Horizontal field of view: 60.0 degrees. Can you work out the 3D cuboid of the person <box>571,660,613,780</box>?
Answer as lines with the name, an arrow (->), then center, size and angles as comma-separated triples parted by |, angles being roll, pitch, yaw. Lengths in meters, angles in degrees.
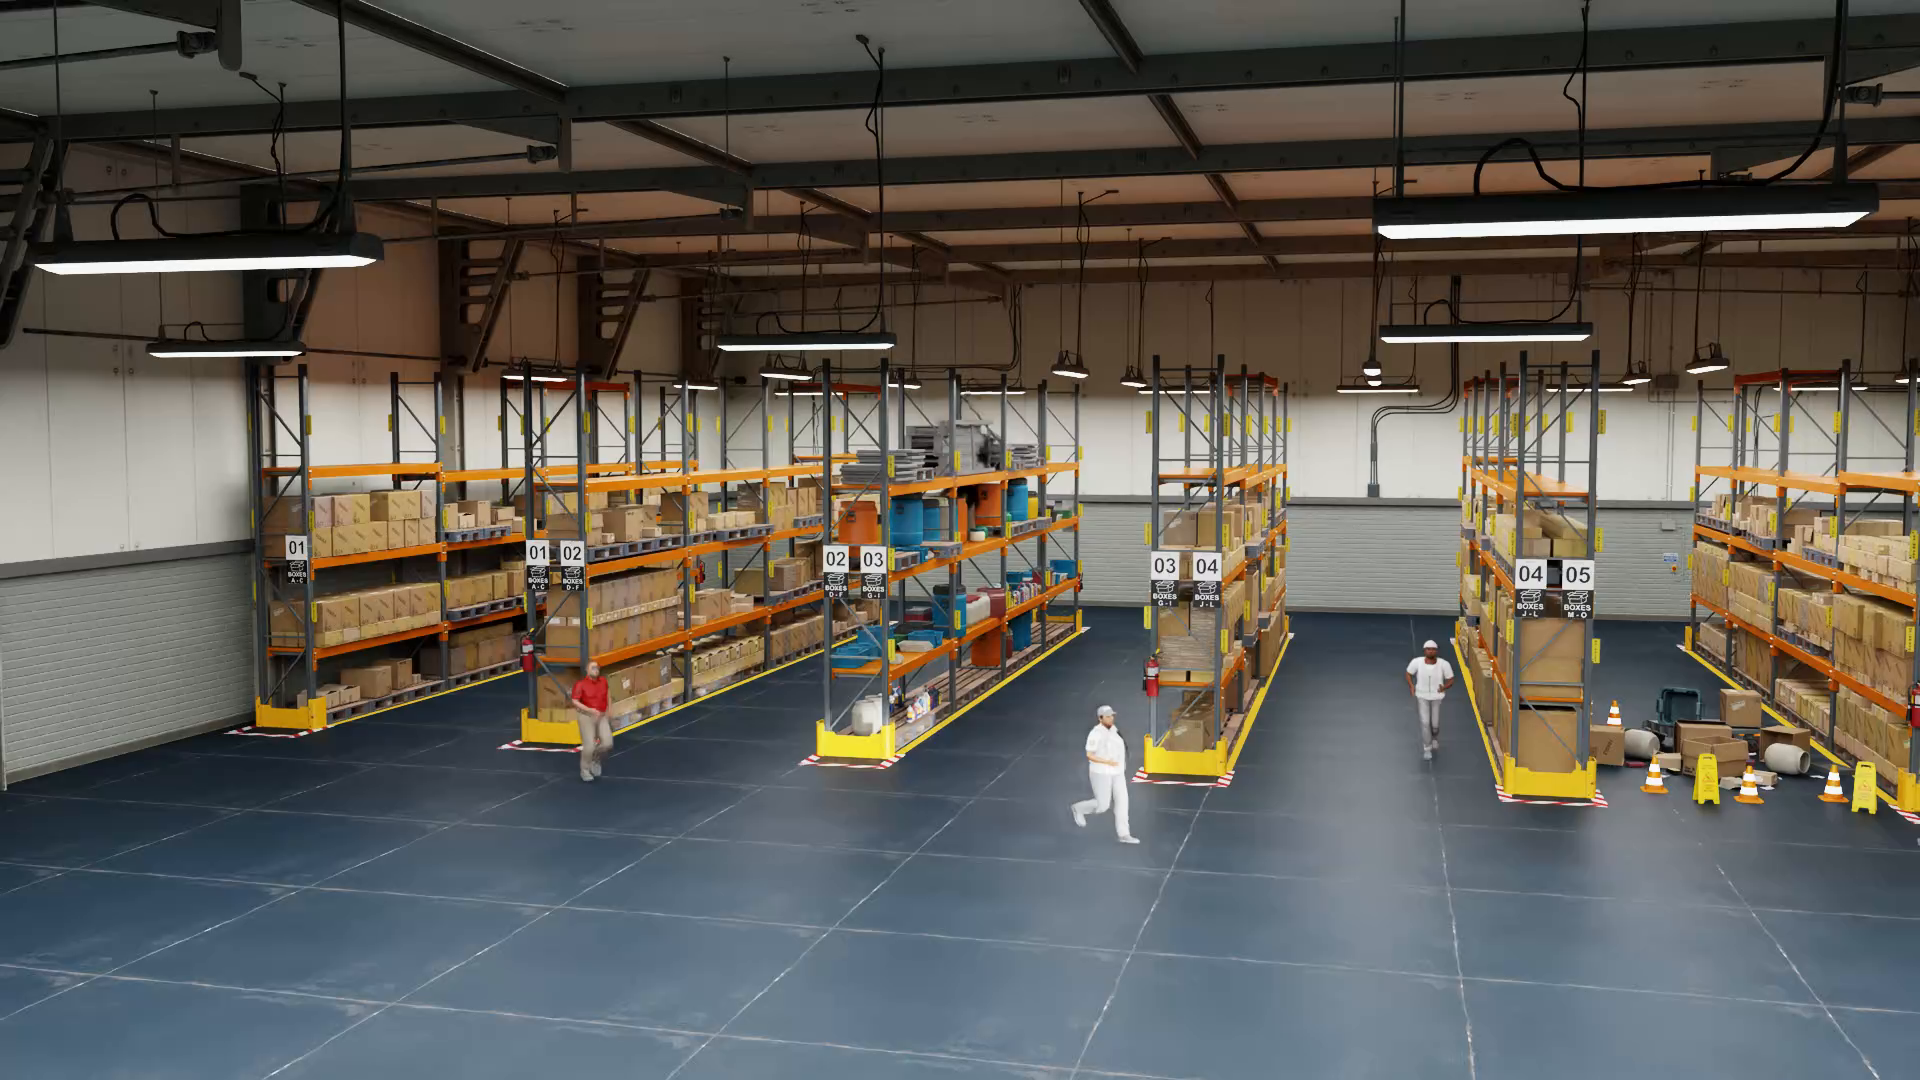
person -> -5.122, 2.538, 23.428 | 0.692, 1.692, 0.615 | -4, 5, -44

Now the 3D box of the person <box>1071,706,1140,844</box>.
person -> 1.784, 2.803, 20.013 | 0.621, 1.628, 0.943 | -4, 5, -44

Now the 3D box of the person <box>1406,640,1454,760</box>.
person -> 7.100, 2.389, 25.142 | 0.706, 1.767, 0.826 | 1, 4, 15
